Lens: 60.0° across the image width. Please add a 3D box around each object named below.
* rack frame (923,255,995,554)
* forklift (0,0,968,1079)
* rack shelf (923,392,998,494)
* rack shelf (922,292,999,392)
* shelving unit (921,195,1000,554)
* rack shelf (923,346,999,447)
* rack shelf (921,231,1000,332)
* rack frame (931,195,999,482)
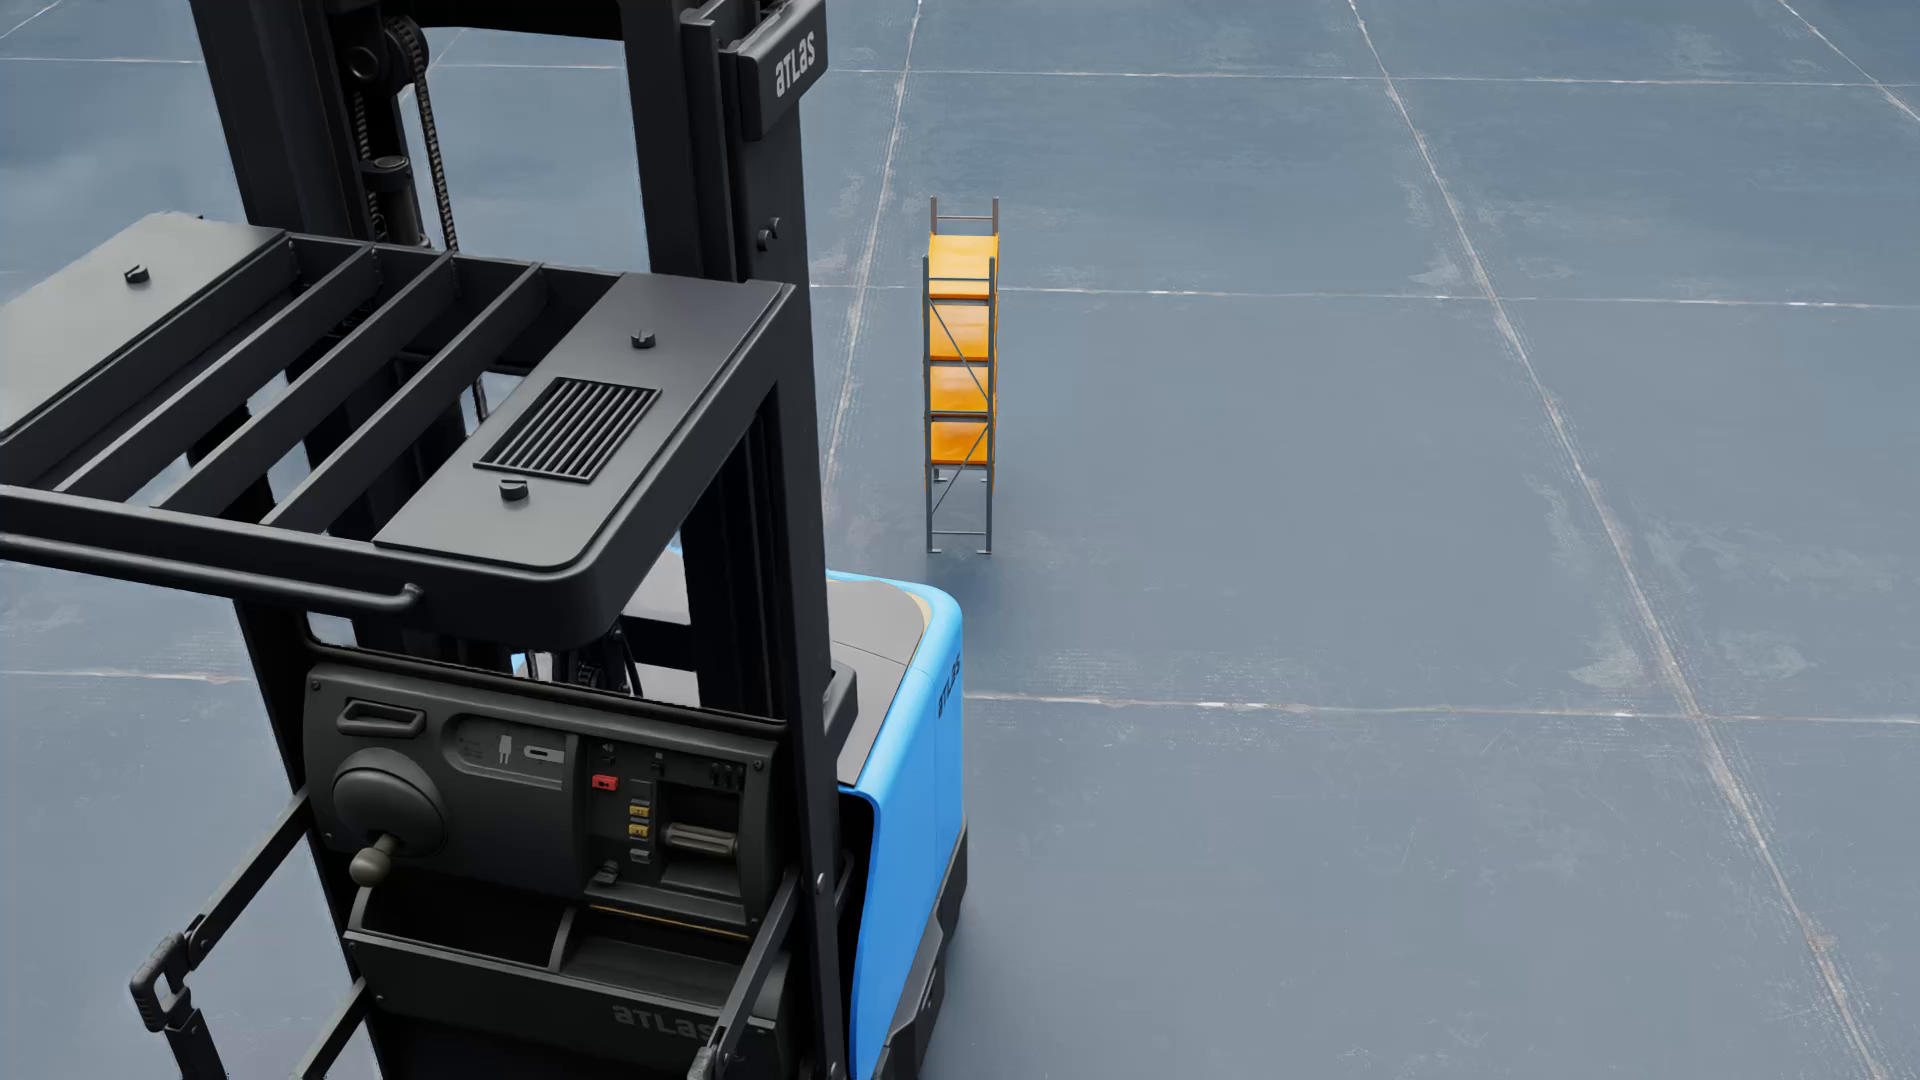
[{"bbox_3d":[-0.003,-0.446,5.841,0.240,1.200,0.015,1,35,2],"label":"rack frame"},{"bbox_3d":[-0.841,0.555,2.912,1.130,2.935,3.031,8,36,12],"label":"forklift"},{"bbox_3d":[0.007,-0.368,6.193,0.258,0.148,0.480,1,35,2],"label":"rack shelf"},{"bbox_3d":[0.007,-0.714,5.950,0.258,0.148,0.480,1,35,2],"label":"rack shelf"},{"bbox_3d":[0.007,-0.586,6.040,0.258,1.200,0.503,1,35,2],"label":"shelving unit"},{"bbox_3d":[0.007,-0.531,6.079,0.258,0.148,0.480,1,35,2],"label":"rack shelf"},{"bbox_3d":[0.007,-0.907,5.814,0.258,0.148,0.480,1,35,2],"label":"rack shelf"},{"bbox_3d":[0.016,-0.726,6.240,0.240,1.200,0.015,1,35,2],"label":"rack frame"}]
